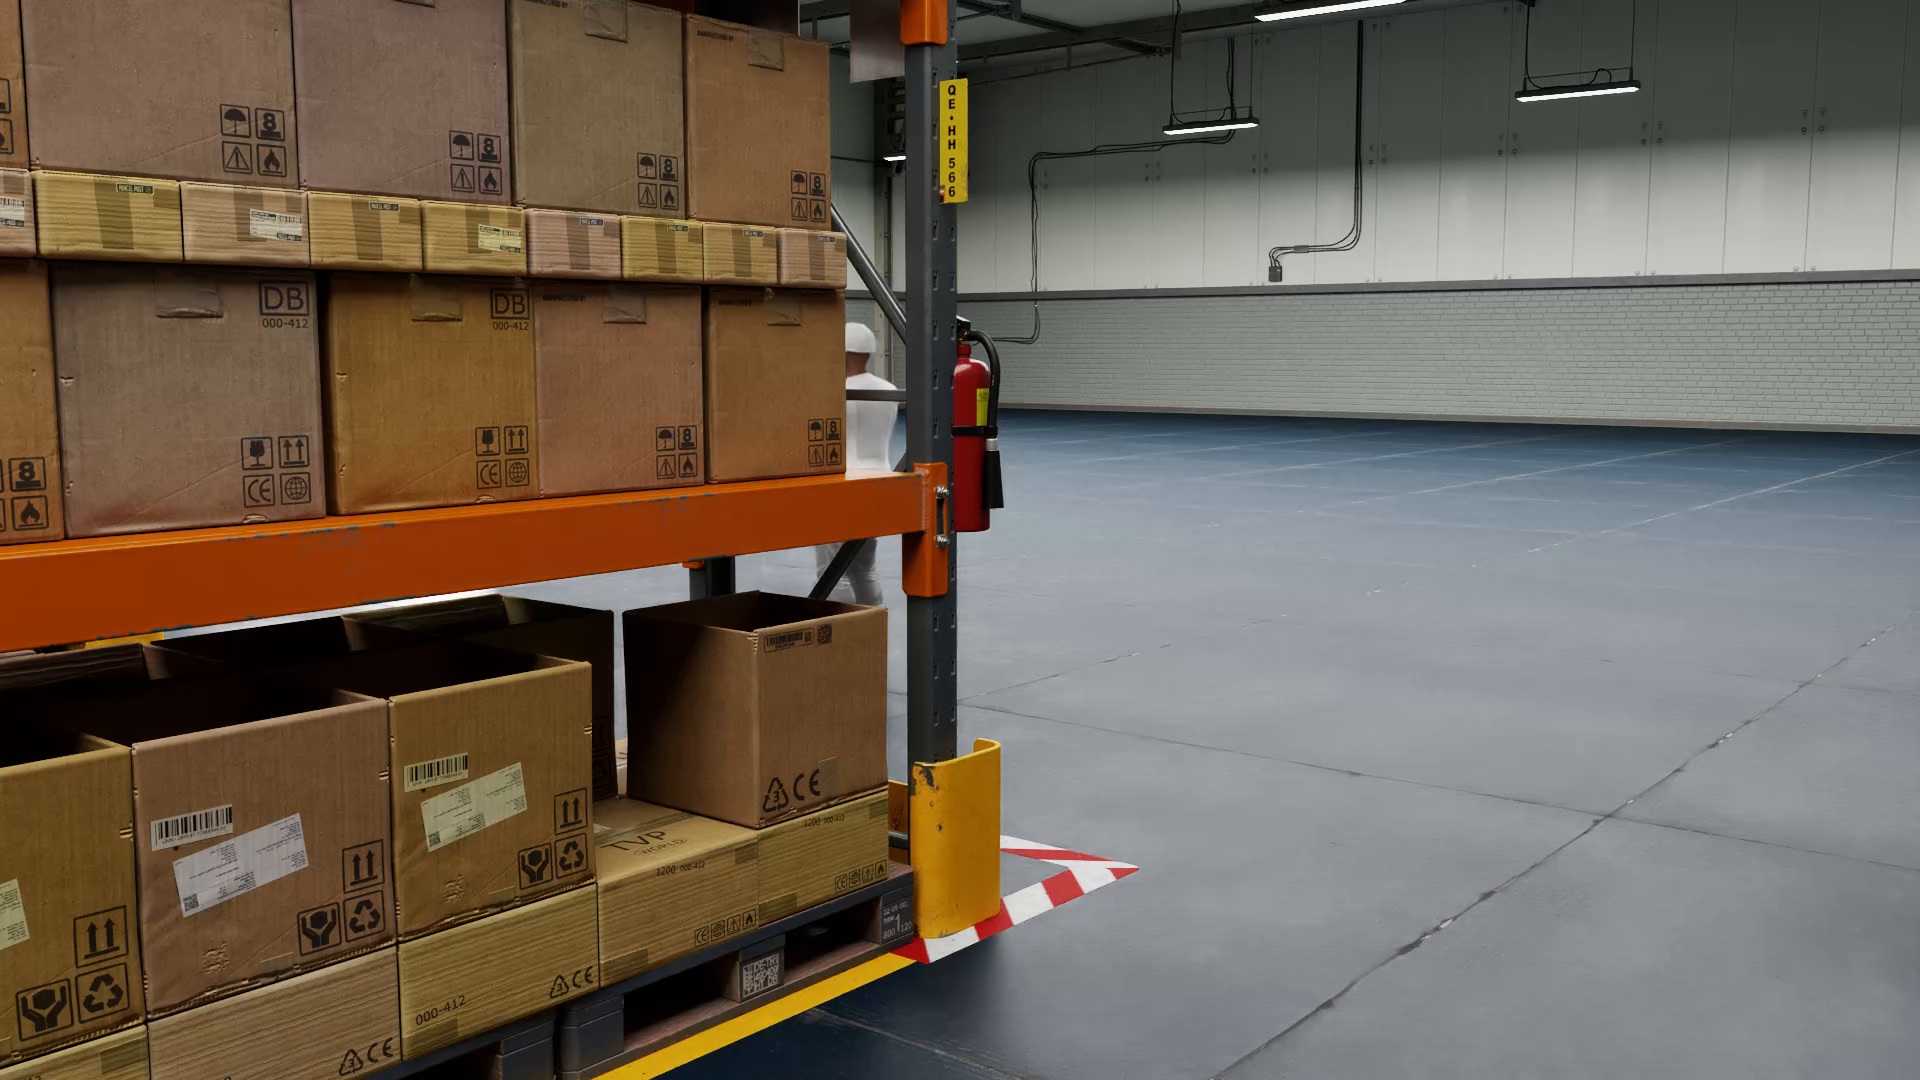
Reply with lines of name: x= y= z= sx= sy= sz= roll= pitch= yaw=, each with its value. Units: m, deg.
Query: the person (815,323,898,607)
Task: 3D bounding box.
person: x=-0.630 y=-0.230 z=8.597 sx=0.560 sy=1.769 sz=0.535 roll=5 pitch=8 yaw=38
